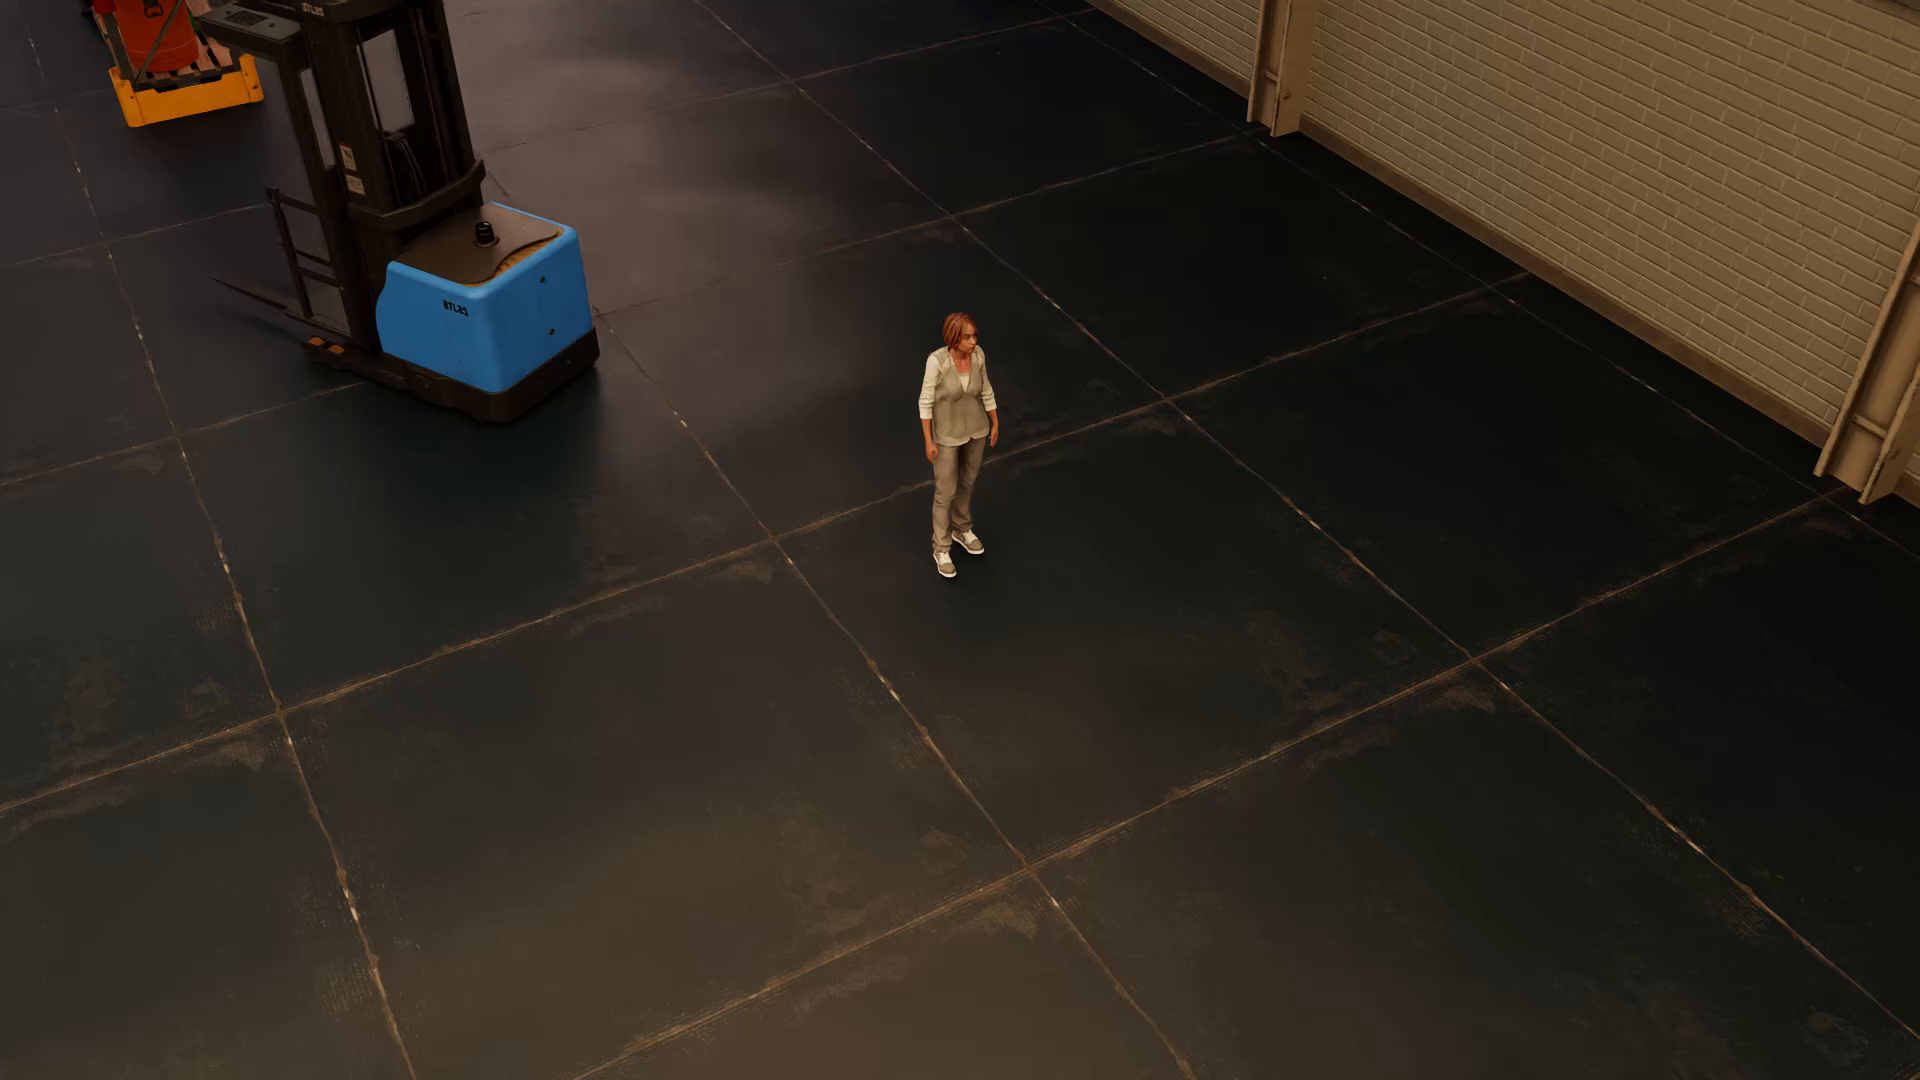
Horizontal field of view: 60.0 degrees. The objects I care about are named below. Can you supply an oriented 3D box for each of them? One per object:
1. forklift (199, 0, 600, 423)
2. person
[{"bbox_3d":[-4.088,-2.610,11.183,3.031,2.935,1.130,21,44,23],"label":"forklift"},{"bbox_3d":[0.025,-0.570,9.768,0.520,1.582,0.475,-20,44,-23],"label":"person"}]
